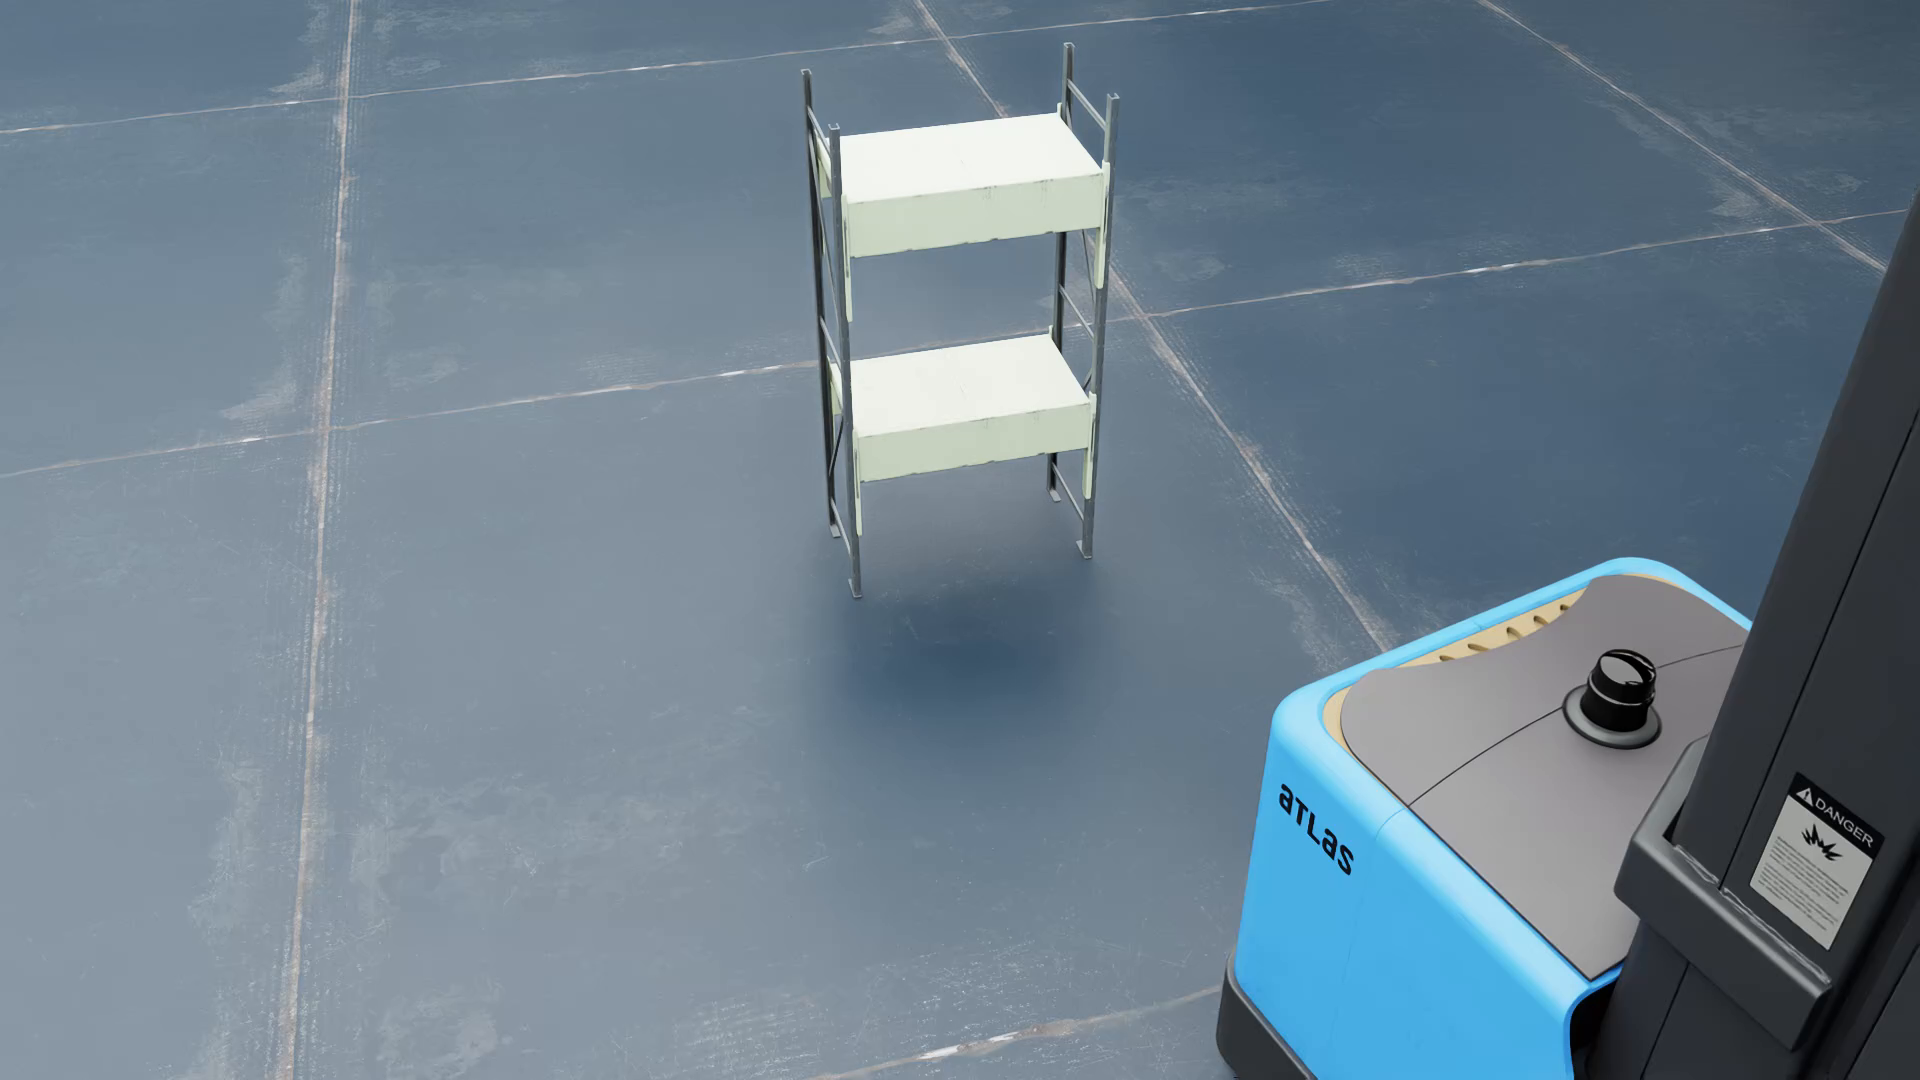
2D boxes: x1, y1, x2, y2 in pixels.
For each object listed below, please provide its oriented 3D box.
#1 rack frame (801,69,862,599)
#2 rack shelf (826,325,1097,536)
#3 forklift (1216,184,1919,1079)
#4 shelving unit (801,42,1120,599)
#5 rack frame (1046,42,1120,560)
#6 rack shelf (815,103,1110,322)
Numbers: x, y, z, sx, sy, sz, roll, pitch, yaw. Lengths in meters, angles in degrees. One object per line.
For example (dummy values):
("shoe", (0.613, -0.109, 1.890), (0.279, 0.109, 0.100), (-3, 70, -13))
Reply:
("rack frame", (-0.360, -0.537, 4.717), (0.023, 1.500, 0.400), (-9, 38, -12))
("rack shelf", (-0.006, -0.336, 4.991), (0.720, 0.370, 0.431), (-9, 38, -12))
("forklift", (1.721, 0.627, 2.018), (1.130, 2.935, 3.031), (-19, 41, -23))
("shelving unit", (-0.006, -0.595, 4.793), (0.755, 1.500, 0.431), (-9, 38, -12))
("rack frame", (0.347, -0.653, 4.869), (0.023, 1.500, 0.400), (-9, 38, -12))
("rack shelf", (-0.006, -0.905, 4.556), (0.720, 0.370, 0.431), (-9, 38, -12))
